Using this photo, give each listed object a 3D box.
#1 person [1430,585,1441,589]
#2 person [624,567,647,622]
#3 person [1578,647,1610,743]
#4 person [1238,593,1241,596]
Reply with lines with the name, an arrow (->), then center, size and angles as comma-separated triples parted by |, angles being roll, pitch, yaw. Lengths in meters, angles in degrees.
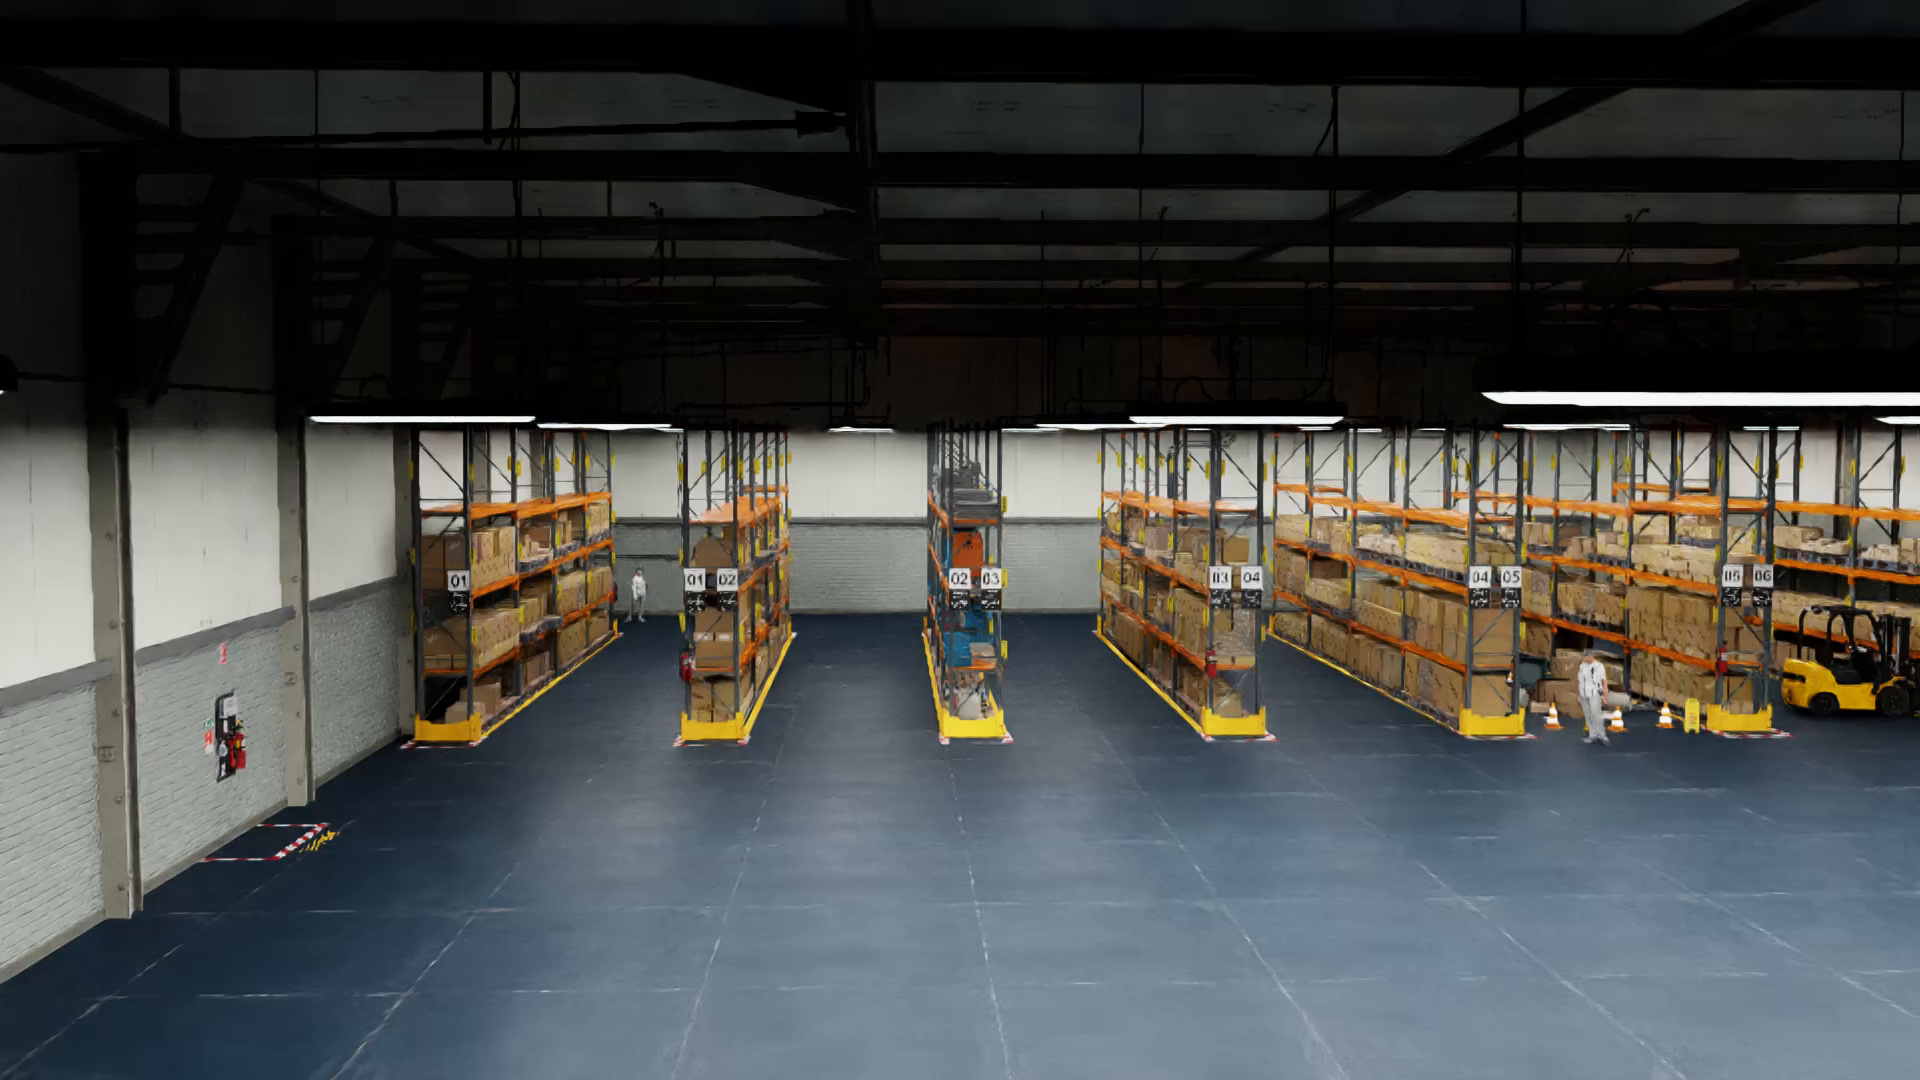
person -> 14.935, 1.561, 51.689 | 0.501, 1.732, 0.638 | -3, 5, -39
person -> -9.890, 1.659, 50.603 | 0.460, 1.670, 0.657 | 3, 5, 41
person -> 11.725, 2.866, 30.779 | 0.442, 1.751, 0.659 | -2, 4, -34
person -> 7.599, 2.039, 44.614 | 0.441, 1.659, 0.538 | -2, 4, -30
